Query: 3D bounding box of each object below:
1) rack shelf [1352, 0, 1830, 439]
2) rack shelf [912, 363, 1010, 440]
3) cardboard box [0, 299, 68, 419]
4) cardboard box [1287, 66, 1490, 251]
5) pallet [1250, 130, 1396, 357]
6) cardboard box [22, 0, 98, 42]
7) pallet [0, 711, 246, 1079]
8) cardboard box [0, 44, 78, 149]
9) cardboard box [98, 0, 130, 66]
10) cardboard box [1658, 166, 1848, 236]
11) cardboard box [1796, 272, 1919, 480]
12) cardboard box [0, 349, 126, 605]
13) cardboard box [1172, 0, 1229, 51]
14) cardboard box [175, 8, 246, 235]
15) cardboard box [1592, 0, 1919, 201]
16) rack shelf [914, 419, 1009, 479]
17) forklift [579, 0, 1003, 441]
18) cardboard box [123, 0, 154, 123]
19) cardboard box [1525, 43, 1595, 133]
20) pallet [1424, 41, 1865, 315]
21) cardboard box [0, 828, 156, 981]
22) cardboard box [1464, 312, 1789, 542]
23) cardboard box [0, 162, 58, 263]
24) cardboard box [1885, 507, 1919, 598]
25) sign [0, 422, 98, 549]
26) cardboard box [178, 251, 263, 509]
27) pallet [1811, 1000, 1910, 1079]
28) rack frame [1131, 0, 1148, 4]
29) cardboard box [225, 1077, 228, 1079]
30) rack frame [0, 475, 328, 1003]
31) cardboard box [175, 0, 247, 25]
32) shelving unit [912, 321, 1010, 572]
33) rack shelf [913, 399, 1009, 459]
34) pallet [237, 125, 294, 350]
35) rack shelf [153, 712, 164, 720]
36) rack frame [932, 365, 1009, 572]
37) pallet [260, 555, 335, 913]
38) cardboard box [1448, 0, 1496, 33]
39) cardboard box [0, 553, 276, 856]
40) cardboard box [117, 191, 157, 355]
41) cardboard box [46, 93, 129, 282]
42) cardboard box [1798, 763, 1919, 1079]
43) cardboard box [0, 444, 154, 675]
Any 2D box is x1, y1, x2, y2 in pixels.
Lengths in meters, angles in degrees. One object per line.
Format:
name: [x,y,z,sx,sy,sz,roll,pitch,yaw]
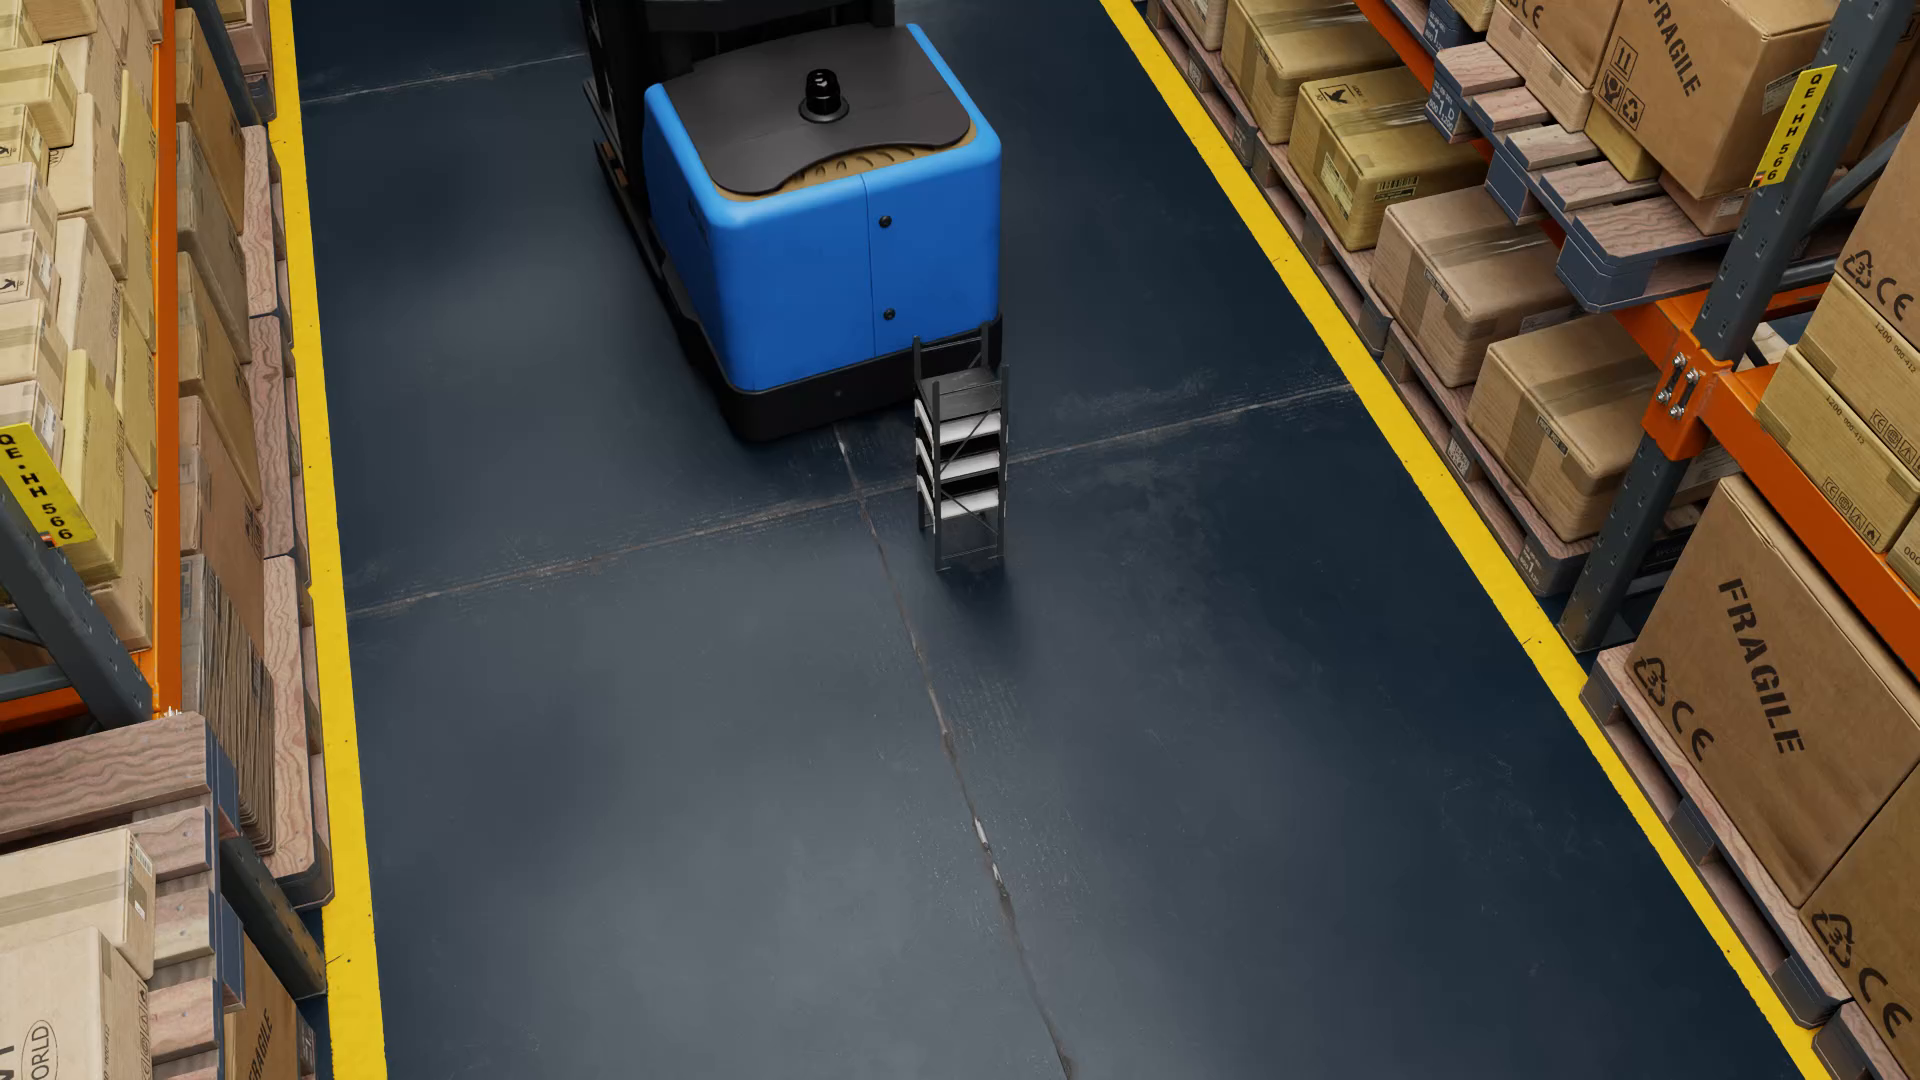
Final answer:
rack shelf: [1.876,-1.975,5.924,1.077,0.370,4.000,-13,51,-11]
rack shelf: [0.002,-0.437,5.220,0.258,0.077,0.200,-13,51,-11]
cardboard box: [-2.166,-0.357,3.599,0.380,0.149,0.250,-12,51,-10]
cardboard box: [1.865,-1.542,6.532,0.950,0.372,0.625,-12,51,-10]
pallet: [1.881,-1.308,6.715,1.003,0.211,1.213,-13,51,-11]
cardboard box: [-2.584,-1.482,4.548,0.380,0.149,0.250,-15,51,-12]
pallet: [-2.006,0.919,3.138,1.213,0.211,1.003,-13,51,-11]
cardboard box: [-2.478,-1.103,4.228,0.380,0.149,0.250,-12,51,-10]
cardboard box: [-2.762,-1.606,4.913,0.500,0.250,0.500,-12,51,-10]
cardboard box: [2.146,-0.987,4.510,0.380,0.149,0.250,-12,51,-10]
cardboard box: [2.381,-0.433,3.925,0.500,0.250,0.500,-14,51,-11]
cardboard box: [-2.147,-0.119,3.660,0.500,0.250,0.500,-13,51,-11]
cardboard box: [1.442,-2.574,7.402,0.950,0.372,0.625,-13,51,-11]
cardboard box: [-3.291,-1.534,6.360,0.875,0.625,0.625,-11,51,-9]
cardboard box: [2.067,-1.279,4.332,0.500,0.500,0.500,-15,51,-12]
rack shelf: [0.002,-0.321,5.358,0.258,0.077,0.200,-13,51,-11]
forklift: [-0.886,-2.447,5.896,1.130,2.935,3.031,-18,52,-15]
cardboard box: [-2.786,-1.450,5.109,0.500,0.250,0.500,-13,51,-11]
cardboard box: [1.880,-1.341,4.808,0.380,0.149,0.250,-14,51,-11]
pallet: [2.155,-1.181,4.909,1.213,0.211,1.003,-13,51,-11]
cardboard box: [-1.712,0.717,3.073,0.380,0.149,0.250,-12,51,-10]
cardboard box: [2.310,-0.450,5.611,0.950,0.372,0.625,-16,52,-13]
cardboard box: [-2.356,-0.727,3.911,0.380,0.149,0.250,-13,51,-11]
cardboard box: [2.541,0.087,3.813,0.500,0.250,0.500,-15,51,-12]
sign: [-1.758,-0.099,3.166,0.100,0.325,0.005,-13,51,-11]
cardboard box: [-2.845,-0.417,5.418,0.875,0.625,0.625,-15,52,-12]
pallet: [2.986,1.634,4.234,1.003,0.211,1.213,-13,51,-11]
rack frame: [1.284,-3.668,6.880,1.000,3.000,0.127,-13,51,-11]
cardboard box: [-1.775,1.335,3.598,0.380,0.149,0.250,-16,52,-13]
rack frame: [-2.273,0.378,3.469,1.000,3.000,0.127,-13,51,-11]
cardboard box: [-3.304,-2.376,6.988,0.500,0.250,0.500,-14,51,-11]
shelving unit: [0.002,-0.284,5.401,0.258,0.900,0.210,-13,51,-11]
rack shelf: [0.002,-0.379,5.289,0.258,0.077,0.200,-13,51,-11]
pallet: [-3.201,-1.115,6.552,1.003,0.211,1.213,-13,51,-11]
rack shelf: [-1.682,2.071,2.513,1.077,0.370,4.000,-13,51,-11]
rack frame: [0.032,-0.210,5.338,0.240,0.900,0.006,-13,51,-11]
pallet: [-2.479,0.667,5.050,1.003,0.211,1.213,-13,51,-11]
cardboard box: [1.718,-1.724,5.131,0.380,0.149,0.250,-13,51,-10]
cardboard box: [-2.445,0.550,4.603,0.875,0.625,0.625,-12,51,-10]
cardboard box: [-2.474,-0.696,4.473,0.500,0.250,0.500,-15,51,-12]
cardboard box: [-2.455,-0.866,4.289,0.500,0.250,0.500,-14,51,-12]
cardboard box: [2.852,0.979,4.078,0.875,0.875,0.875,-13,51,-11]
cardboard box: [-2.171,0.047,3.846,0.500,0.250,0.500,-13,51,-11]
